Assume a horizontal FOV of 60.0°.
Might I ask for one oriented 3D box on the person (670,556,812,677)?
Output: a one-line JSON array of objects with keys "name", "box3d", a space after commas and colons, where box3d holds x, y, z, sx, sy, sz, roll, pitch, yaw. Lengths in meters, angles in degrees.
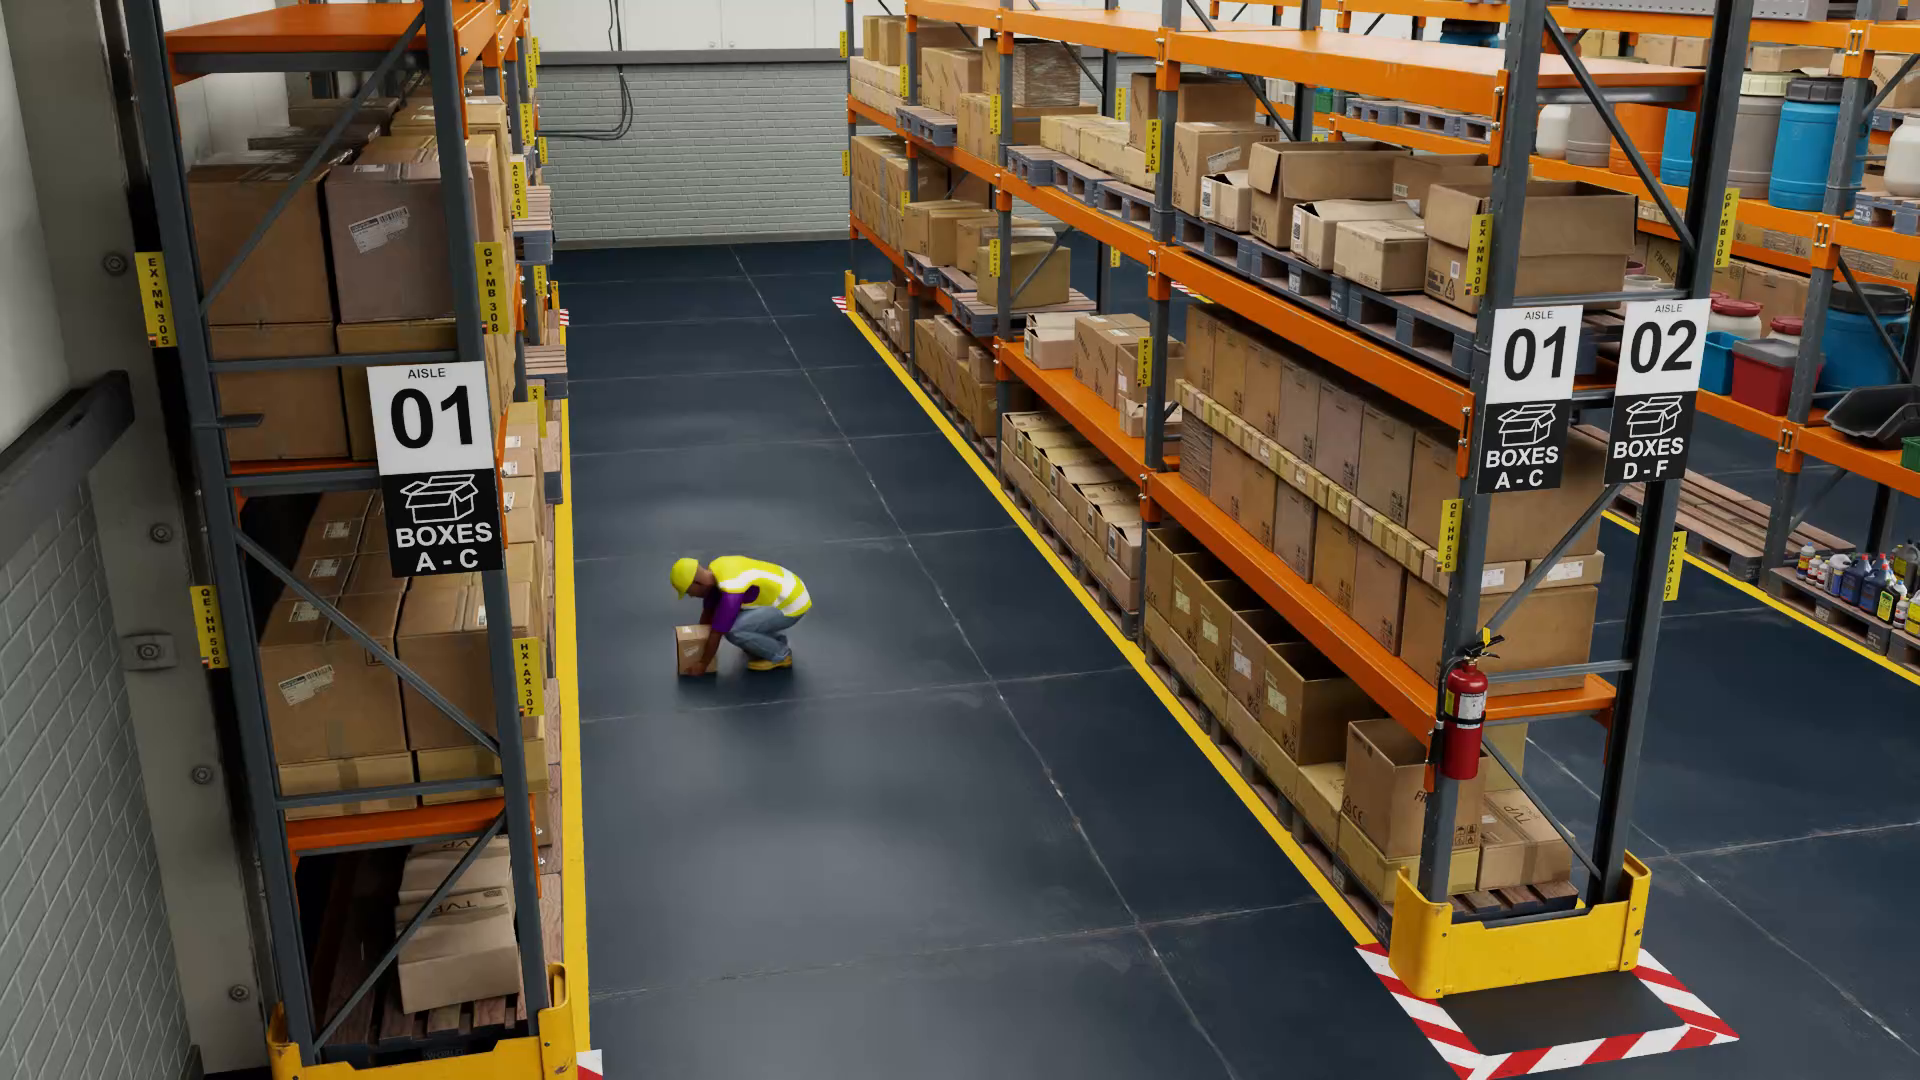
[{"name": "person", "box3d": [-1.466, 0.506, 11.188, 0.928, 0.897, 0.545, -5, 20, -13]}]
